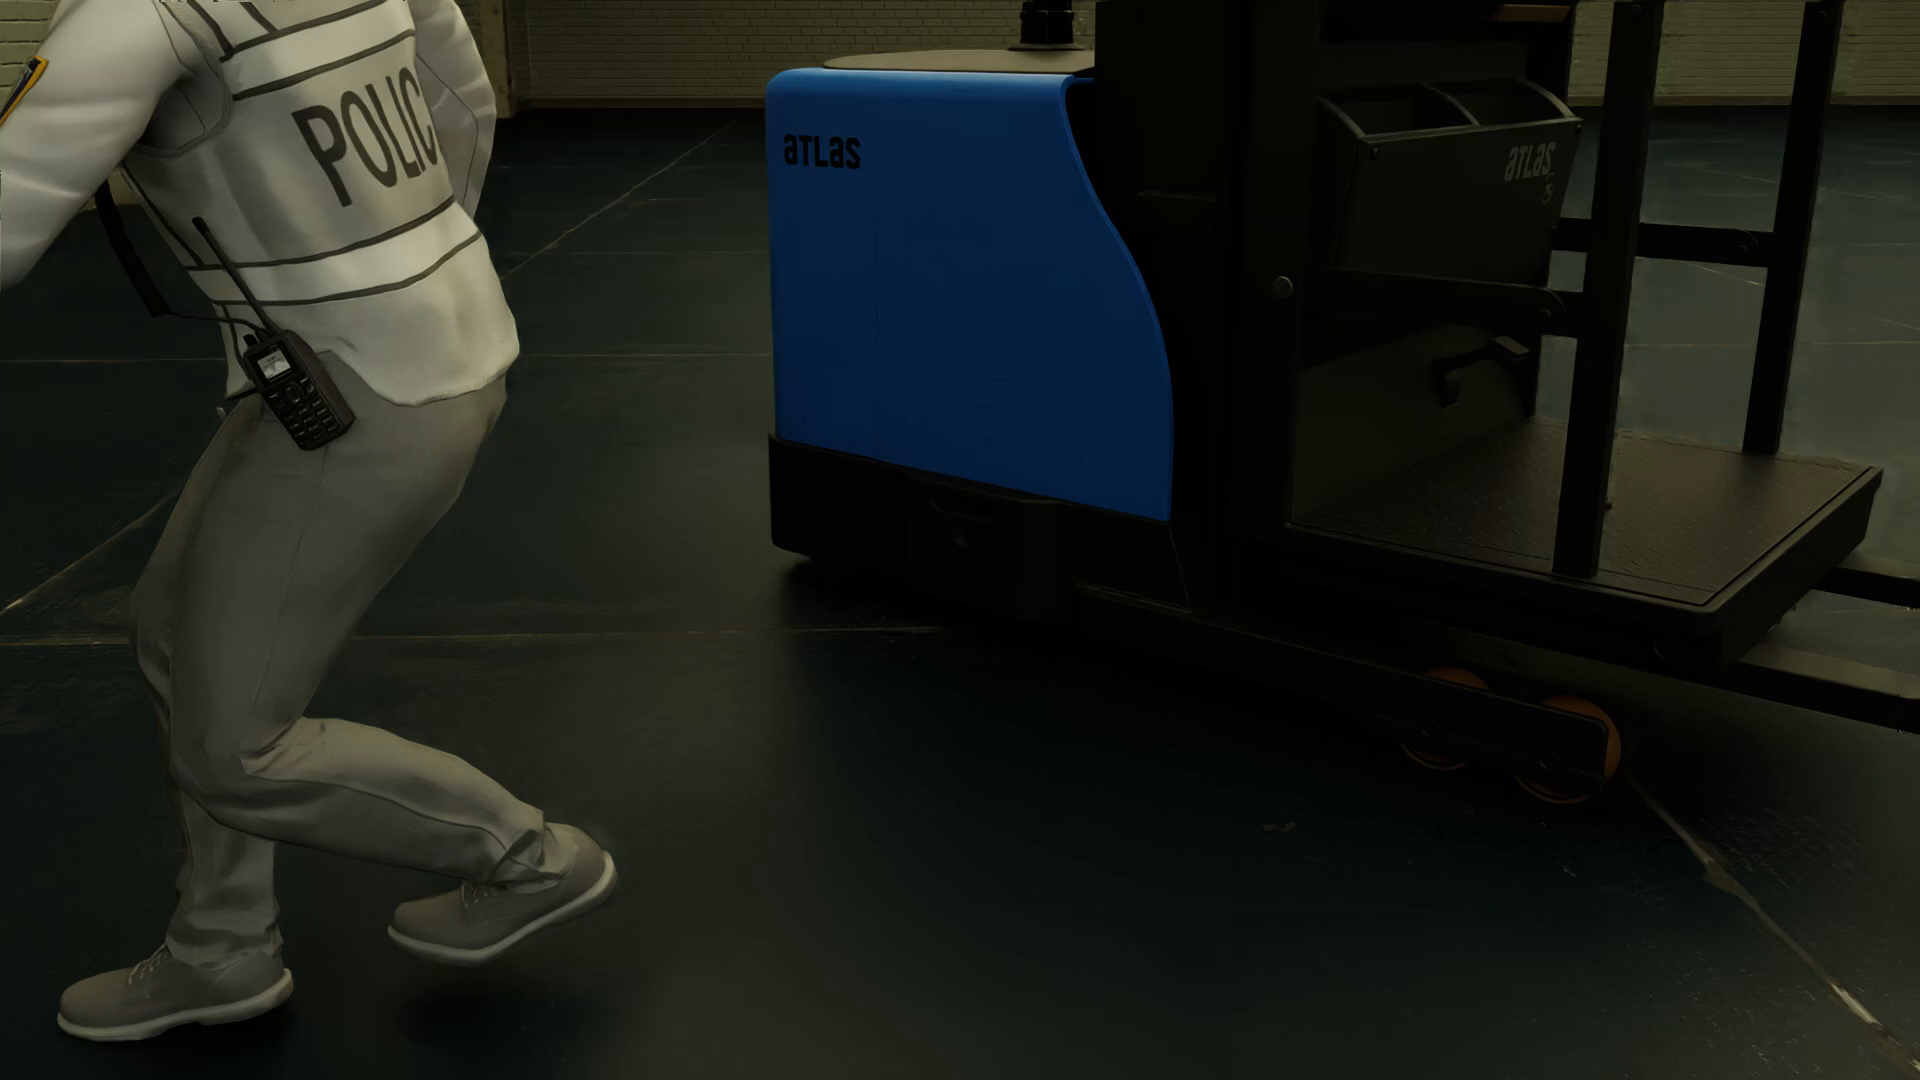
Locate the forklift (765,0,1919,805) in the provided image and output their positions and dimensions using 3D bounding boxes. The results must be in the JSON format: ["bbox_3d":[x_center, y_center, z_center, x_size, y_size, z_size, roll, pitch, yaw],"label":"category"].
[{"bbox_3d":[1.042,-1.166,2.719,3.031,2.935,1.130,14,22,38],"label":"forklift"}]

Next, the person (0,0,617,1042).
[{"bbox_3d":[-0.836,-0.193,1.927,0.791,1.552,0.814,0,17,-1],"label":"person"}]
